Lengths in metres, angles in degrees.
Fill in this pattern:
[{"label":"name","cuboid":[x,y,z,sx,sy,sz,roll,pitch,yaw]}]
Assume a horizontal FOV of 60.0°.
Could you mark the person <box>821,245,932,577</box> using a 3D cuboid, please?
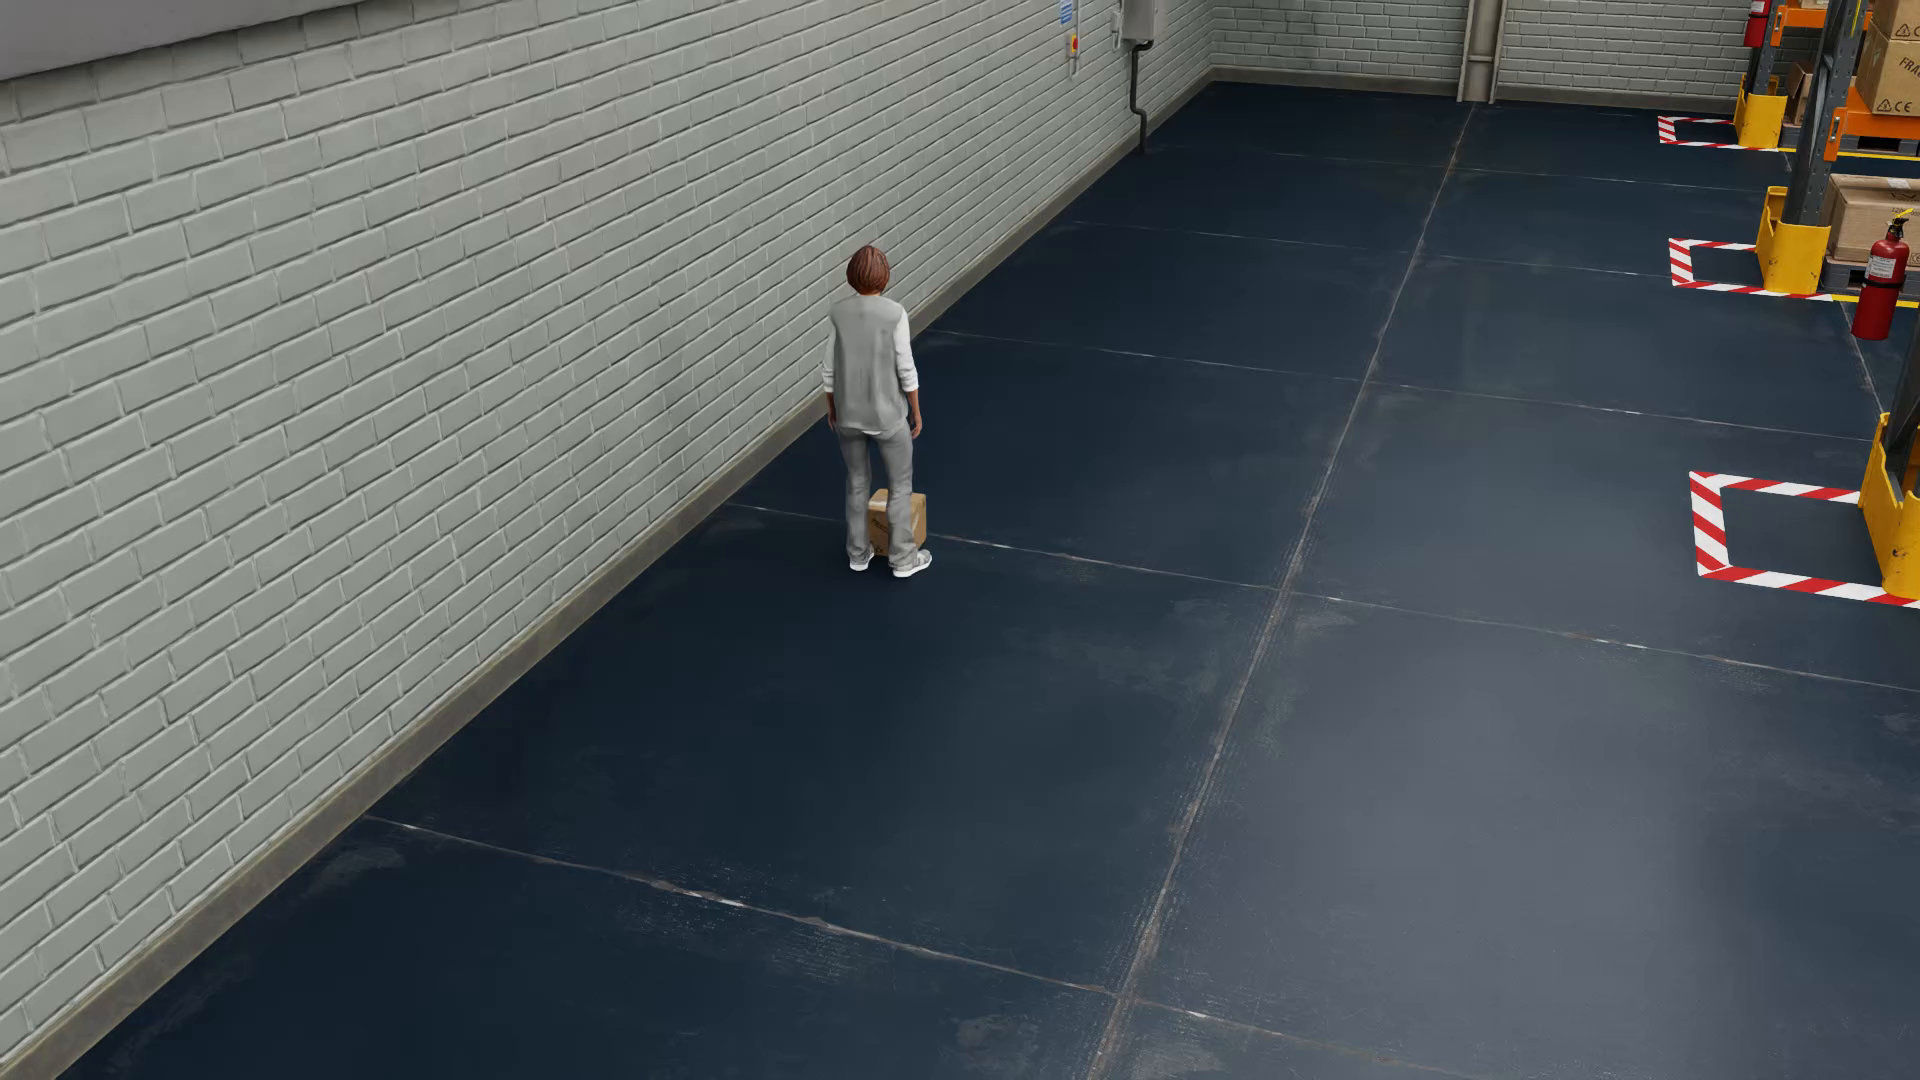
[{"label":"person","cuboid":[-0.404,-0.582,7.813,0.485,1.593,0.346,7,27,14]}]
